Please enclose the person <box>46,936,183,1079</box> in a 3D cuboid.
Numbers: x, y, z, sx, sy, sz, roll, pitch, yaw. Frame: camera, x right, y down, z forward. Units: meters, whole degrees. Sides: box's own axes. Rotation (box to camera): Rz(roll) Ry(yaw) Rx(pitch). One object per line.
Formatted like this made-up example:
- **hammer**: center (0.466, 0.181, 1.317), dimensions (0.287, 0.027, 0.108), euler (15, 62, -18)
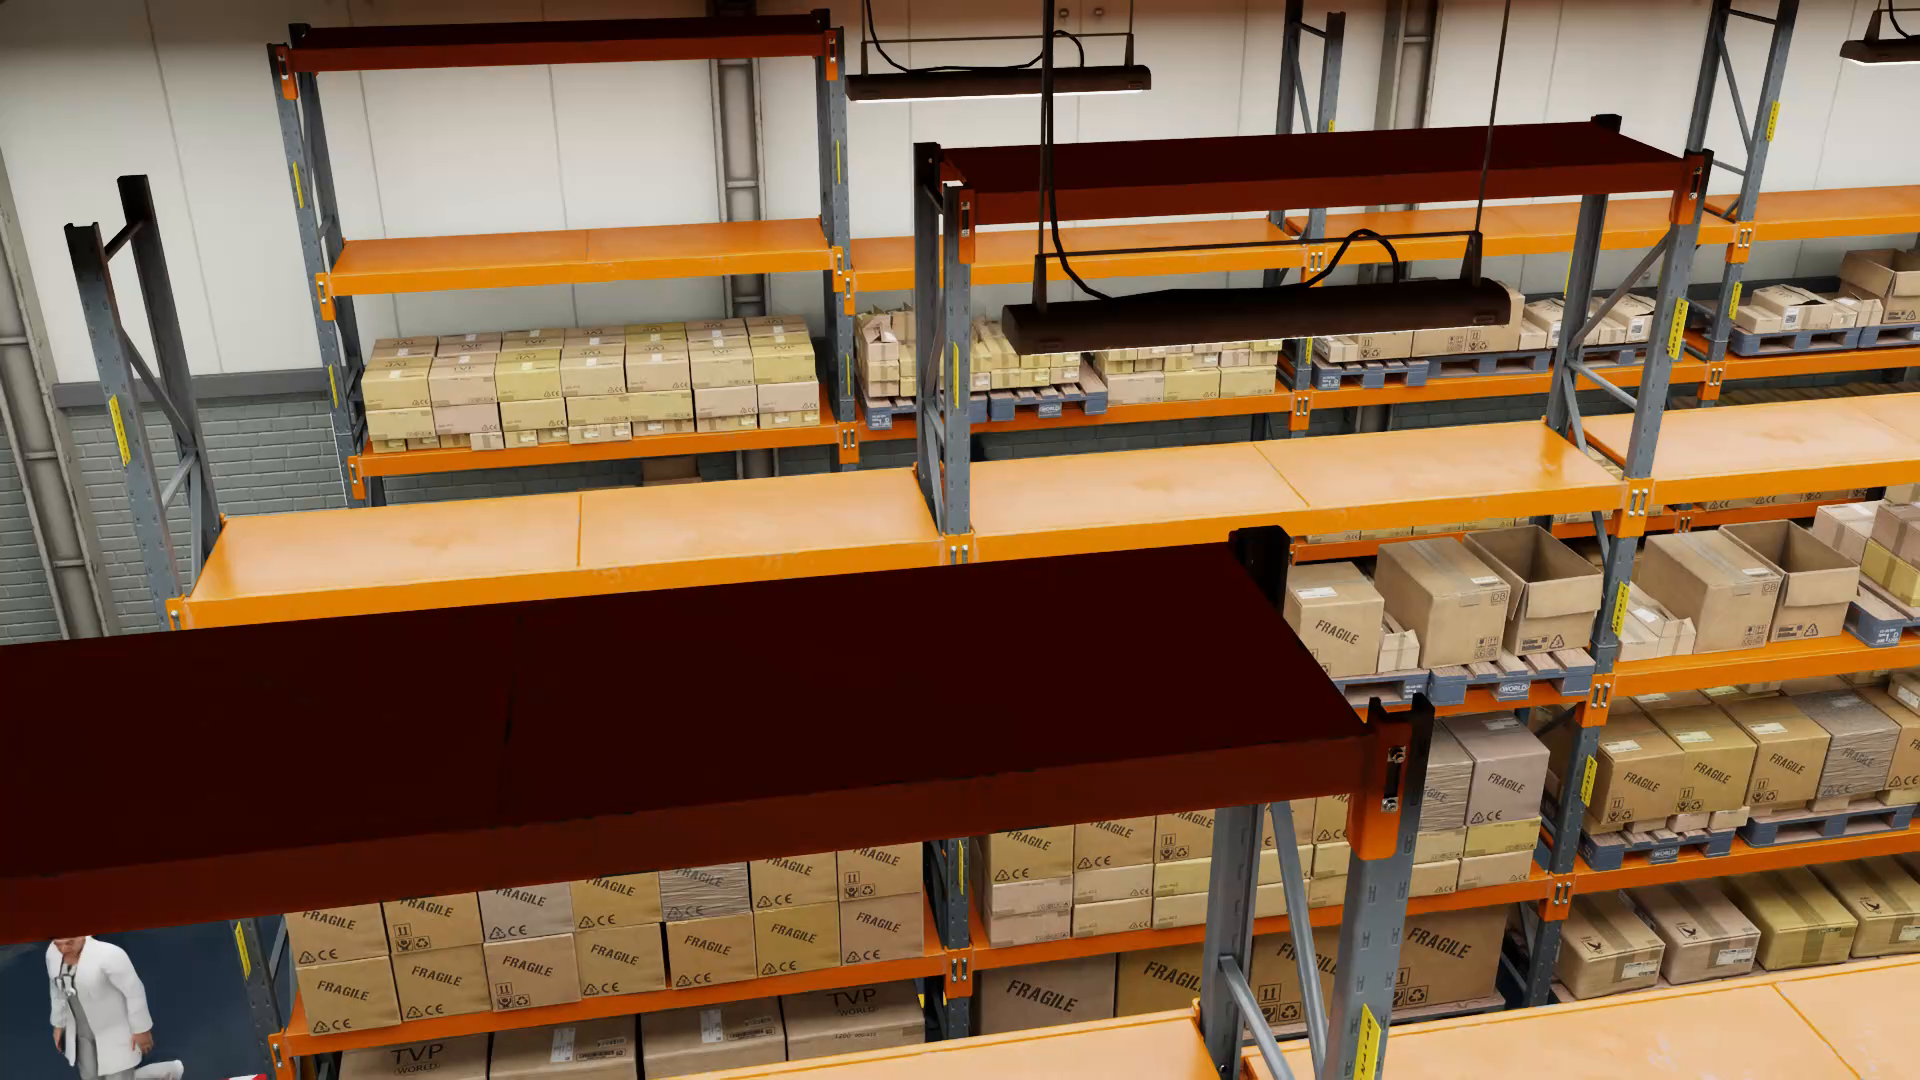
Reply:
- **person**: center (-5.206, 2.933, 10.205), dimensions (0.653, 1.762, 0.581), euler (7, 27, 14)
